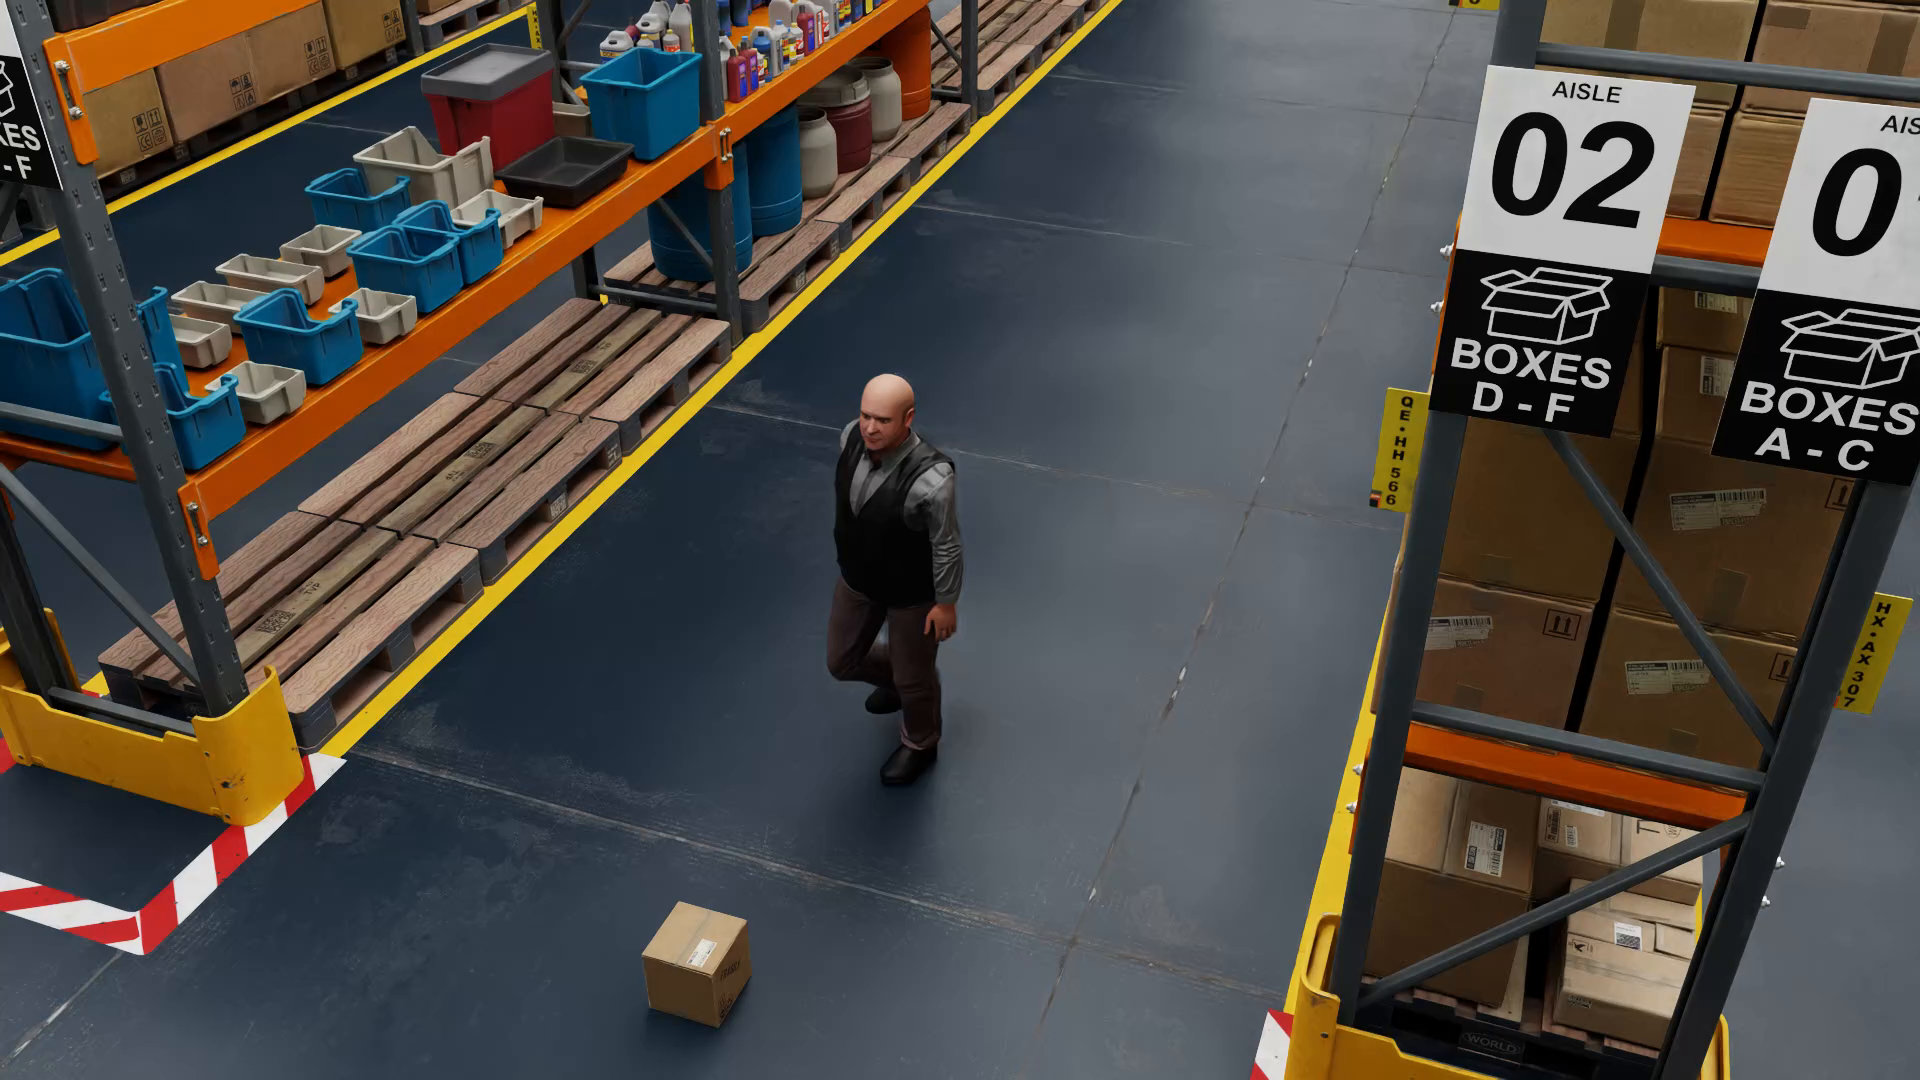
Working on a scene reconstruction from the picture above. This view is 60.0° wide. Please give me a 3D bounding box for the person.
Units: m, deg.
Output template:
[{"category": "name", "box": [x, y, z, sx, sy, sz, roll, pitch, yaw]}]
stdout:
[{"category": "person", "box": [-0.192, 0.131, 5.948, 0.579, 1.715, 0.492, 26, 41, 34]}]
